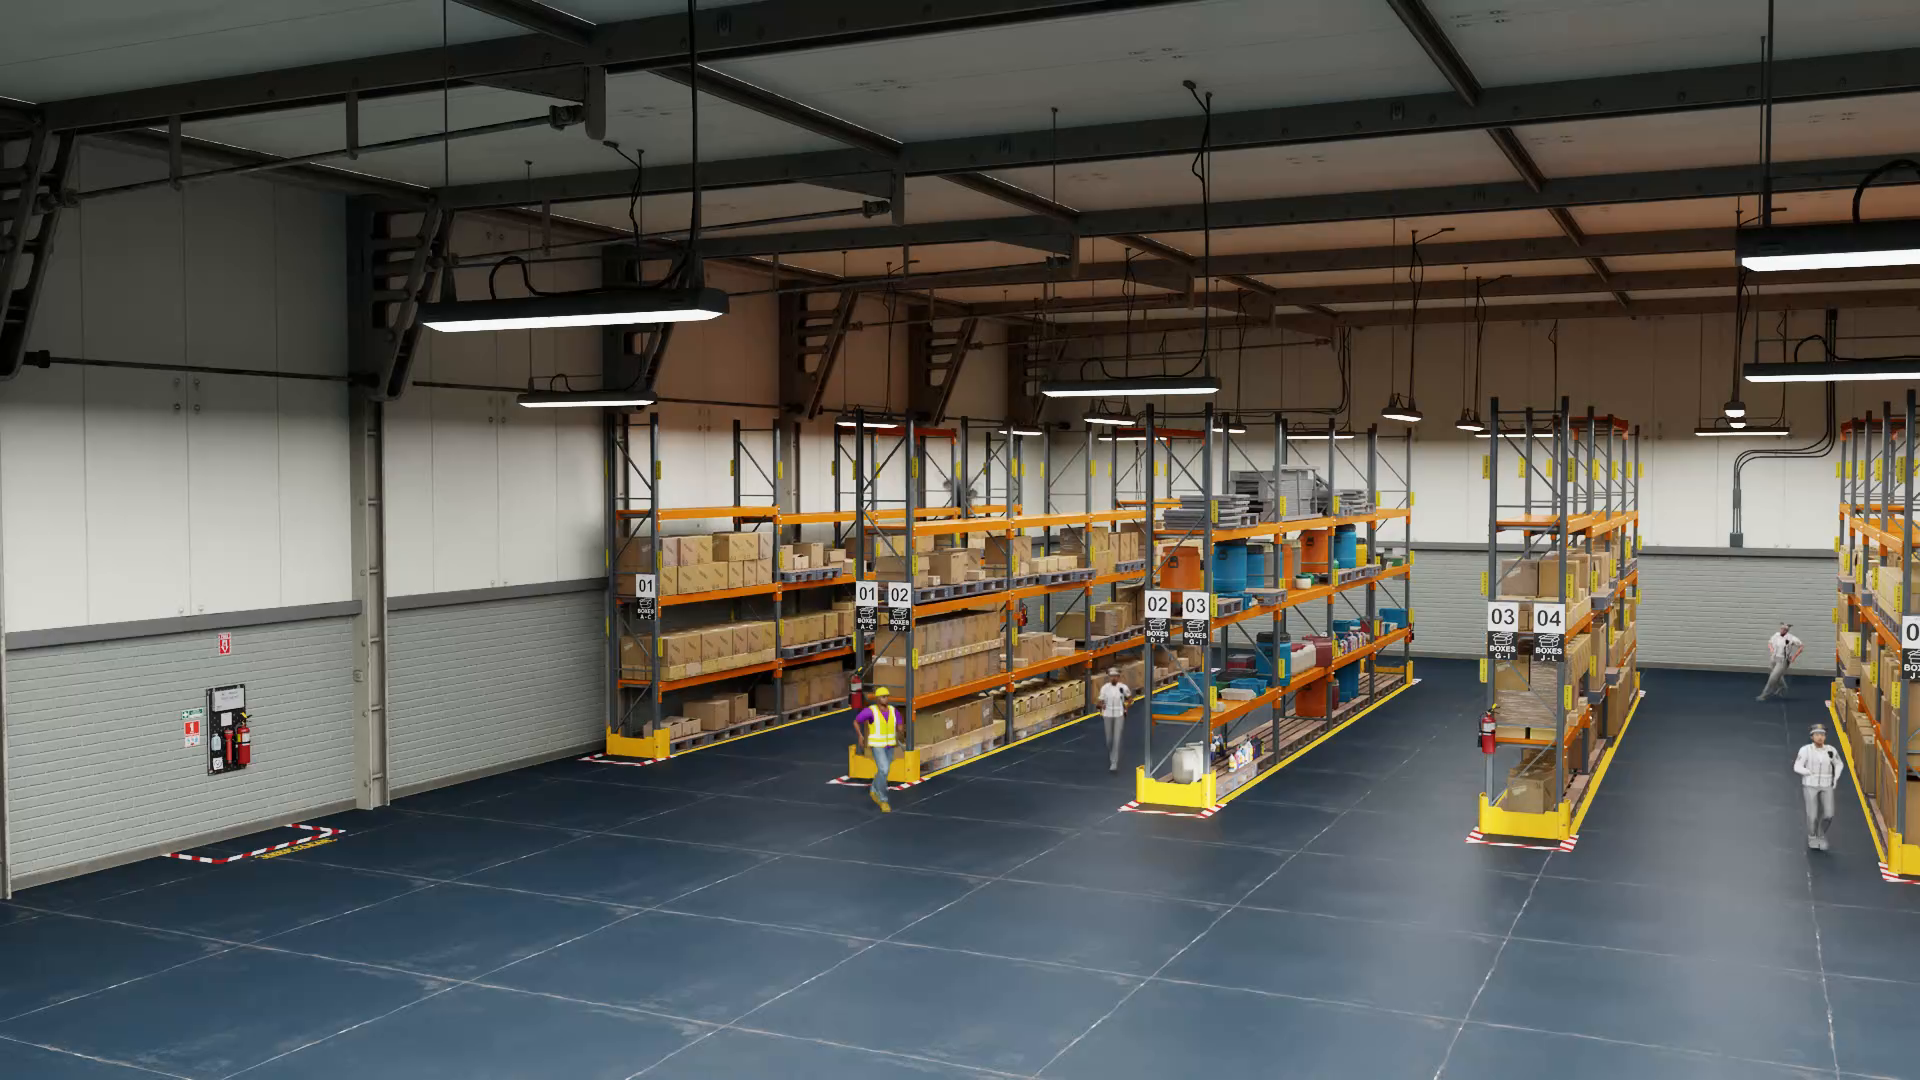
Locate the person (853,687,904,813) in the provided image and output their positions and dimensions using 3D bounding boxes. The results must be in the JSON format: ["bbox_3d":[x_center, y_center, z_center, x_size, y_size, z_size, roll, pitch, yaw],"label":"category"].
[{"bbox_3d":[-1.159,3.078,24.588,0.682,1.819,0.781,-2,3,-37],"label":"person"}]

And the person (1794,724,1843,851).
[{"bbox_3d":[11.256,3.246,21.767,0.604,1.666,0.587,1,3,20],"label":"person"}]

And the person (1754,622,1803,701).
[{"bbox_3d":[17.820,2.630,36.103,0.995,1.730,0.772,-1,3,-26],"label":"person"}]

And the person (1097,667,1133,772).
[{"bbox_3d":[2.596,2.978,27.948,0.580,1.696,0.898,0,2,11],"label":"person"}]
